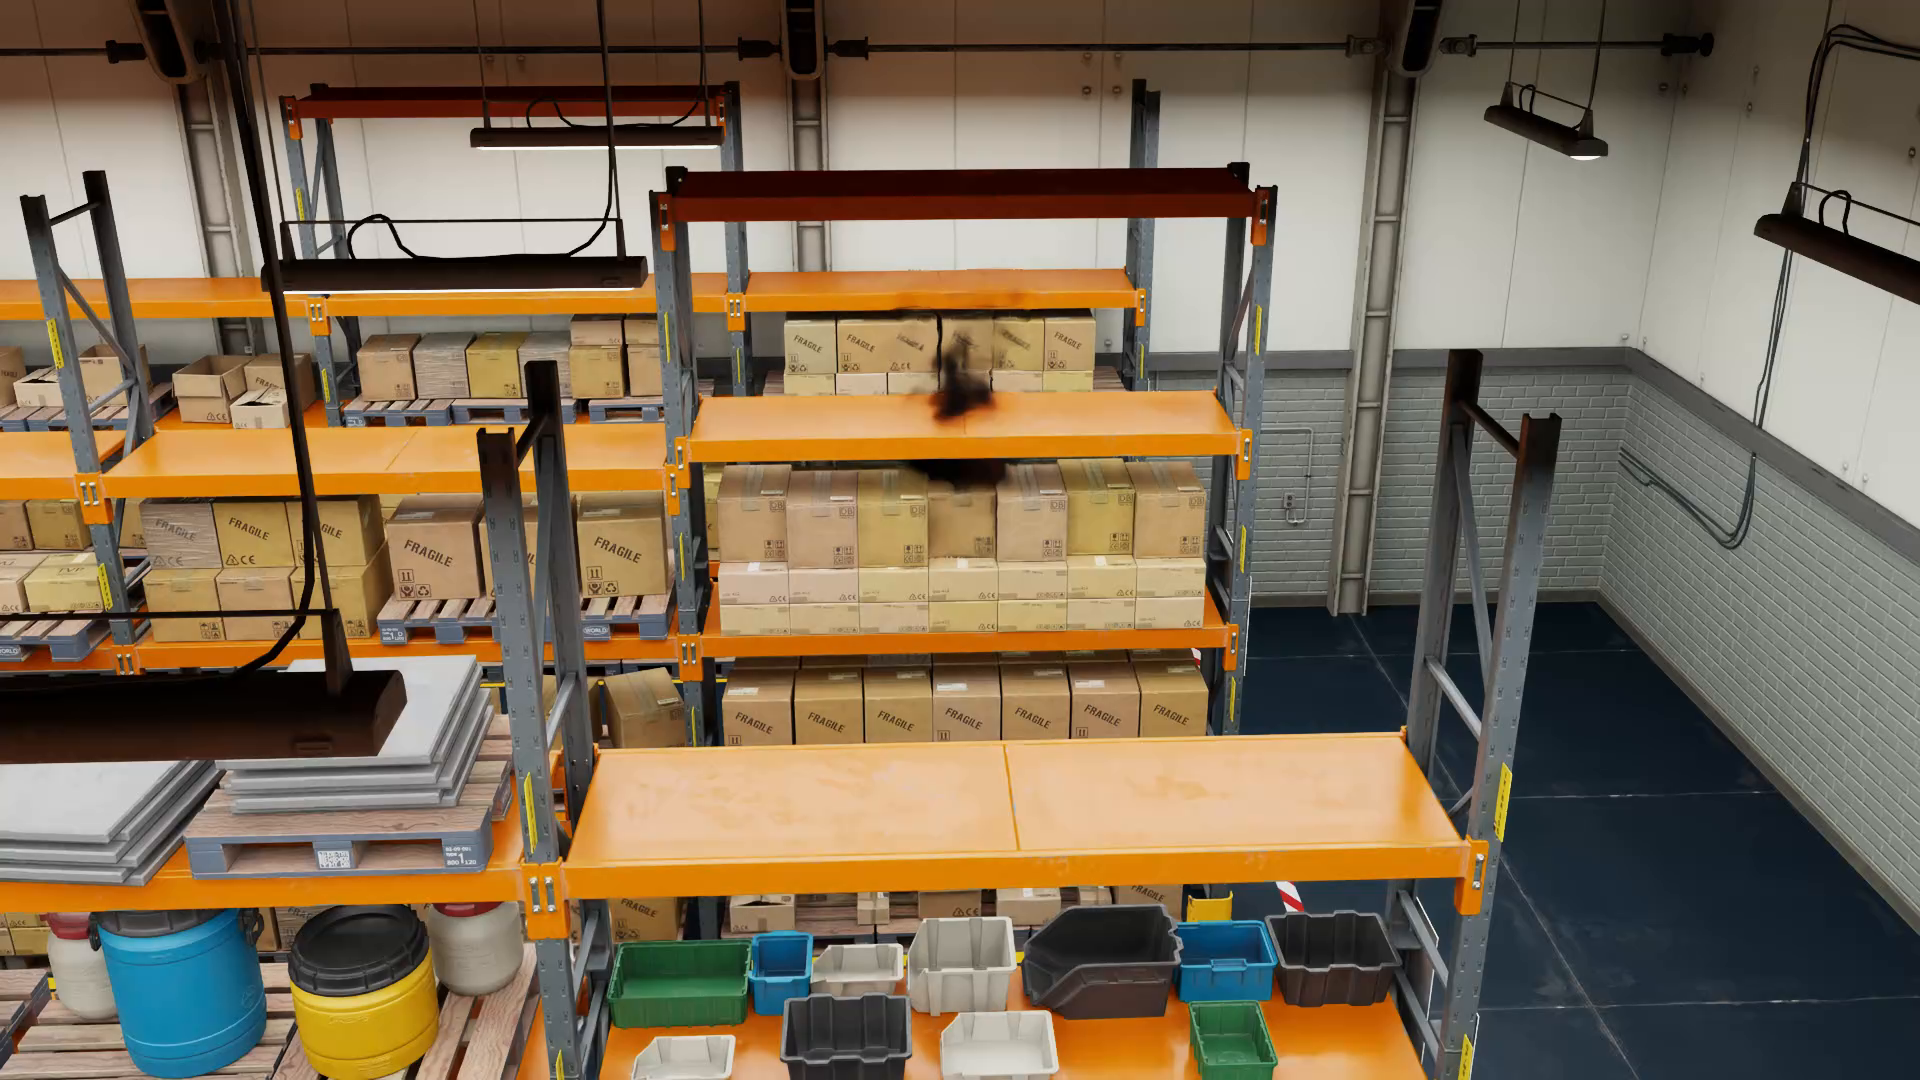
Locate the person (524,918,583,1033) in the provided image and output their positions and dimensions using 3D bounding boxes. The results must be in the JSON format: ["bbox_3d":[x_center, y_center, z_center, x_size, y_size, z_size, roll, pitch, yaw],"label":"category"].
[{"bbox_3d":[-2.746,3.181,10.998,0.592,1.728,0.643,-5,23,-13],"label":"person"}]
